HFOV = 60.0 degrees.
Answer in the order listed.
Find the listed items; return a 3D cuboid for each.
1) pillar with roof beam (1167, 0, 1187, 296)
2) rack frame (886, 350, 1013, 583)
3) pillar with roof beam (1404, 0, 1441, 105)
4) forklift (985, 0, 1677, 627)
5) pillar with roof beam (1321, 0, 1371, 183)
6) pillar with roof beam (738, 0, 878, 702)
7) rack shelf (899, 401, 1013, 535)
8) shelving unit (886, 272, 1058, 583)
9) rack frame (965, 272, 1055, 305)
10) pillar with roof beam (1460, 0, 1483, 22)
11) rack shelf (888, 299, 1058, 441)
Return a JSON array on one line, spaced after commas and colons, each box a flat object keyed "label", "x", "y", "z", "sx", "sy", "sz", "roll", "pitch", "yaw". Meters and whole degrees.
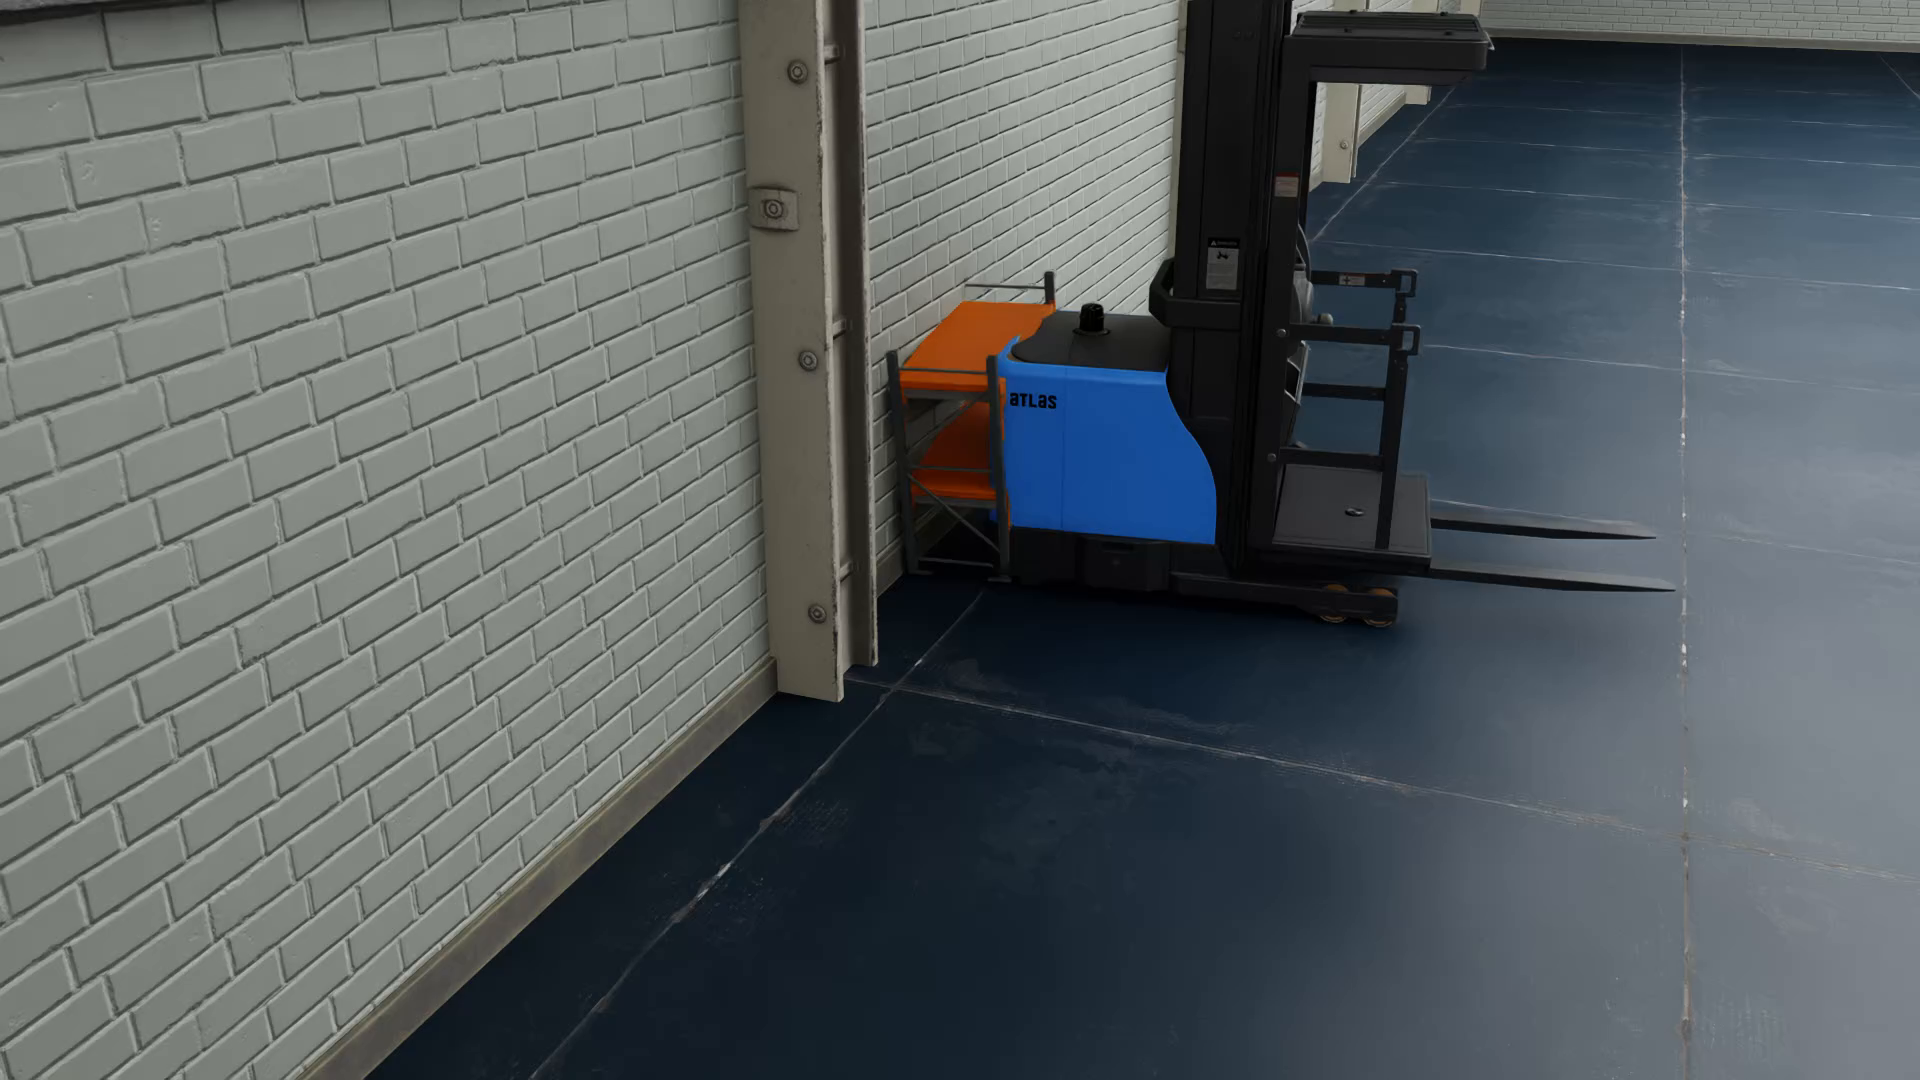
[{"label": "pillar with roof beam", "x": 5.666, "y": -5.122, "z": 8.838, "sx": 9.100, "sy": 9.000, "sz": 0.400, "roll": 9, "pitch": 24, "yaw": 20}, {"label": "rack frame", "x": -0.041, "y": -0.319, "z": 7.502, "sx": 0.500, "sy": 1.125, "sz": 0.032, "roll": 5, "pitch": 31, "yaw": 17}, {"label": "pillar with roof beam", "x": 10.124, "y": -9.417, "z": 19.119, "sx": 9.100, "sy": 9.000, "sz": 0.400, "roll": 9, "pitch": 24, "yaw": 20}, {"label": "forklift", "x": 1.693, "y": -1.195, "z": 7.307, "sx": 3.031, "sy": 2.935, "sz": 1.130, "roll": 5, "pitch": 23, "yaw": 13}, {"label": "pillar with roof beam", "x": 7.895, "y": -7.270, "z": 13.978, "sx": 9.100, "sy": 9.000, "sz": 0.400, "roll": 9, "pitch": 24, "yaw": 20}, {"label": "pillar with roof beam", "x": 3.438, "y": -2.975, "z": 3.698, "sx": 9.100, "sy": 9.000, "sz": 0.400, "roll": 9, "pitch": 24, "yaw": 20}, {"label": "rack shelf", "x": 0.123, "y": -0.354, "z": 8.041, "sx": 0.538, "sy": 0.278, "sz": 1.000, "roll": 5, "pitch": 31, "yaw": 17}, {"label": "shelving unit", "x": 0.105, "y": -0.567, "z": 7.921, "sx": 0.538, "sy": 1.125, "sz": 1.048, "roll": 5, "pitch": 31, "yaw": 17}, {"label": "rack frame", "x": 0.252, "y": -0.815, "z": 8.340, "sx": 0.500, "sy": 1.125, "sz": 0.032, "roll": 5, "pitch": 31, "yaw": 17}, {"label": "pillar with roof beam", "x": 12.353, "y": -11.564, "z": 24.259, "sx": 9.100, "sy": 9.000, "sz": 0.400, "roll": 9, "pitch": 24, "yaw": 20}, {"label": "rack shelf", "x": 0.084, "y": -0.821, "z": 7.778, "sx": 0.538, "sy": 0.278, "sz": 1.000, "roll": 5, "pitch": 31, "yaw": 17}]
